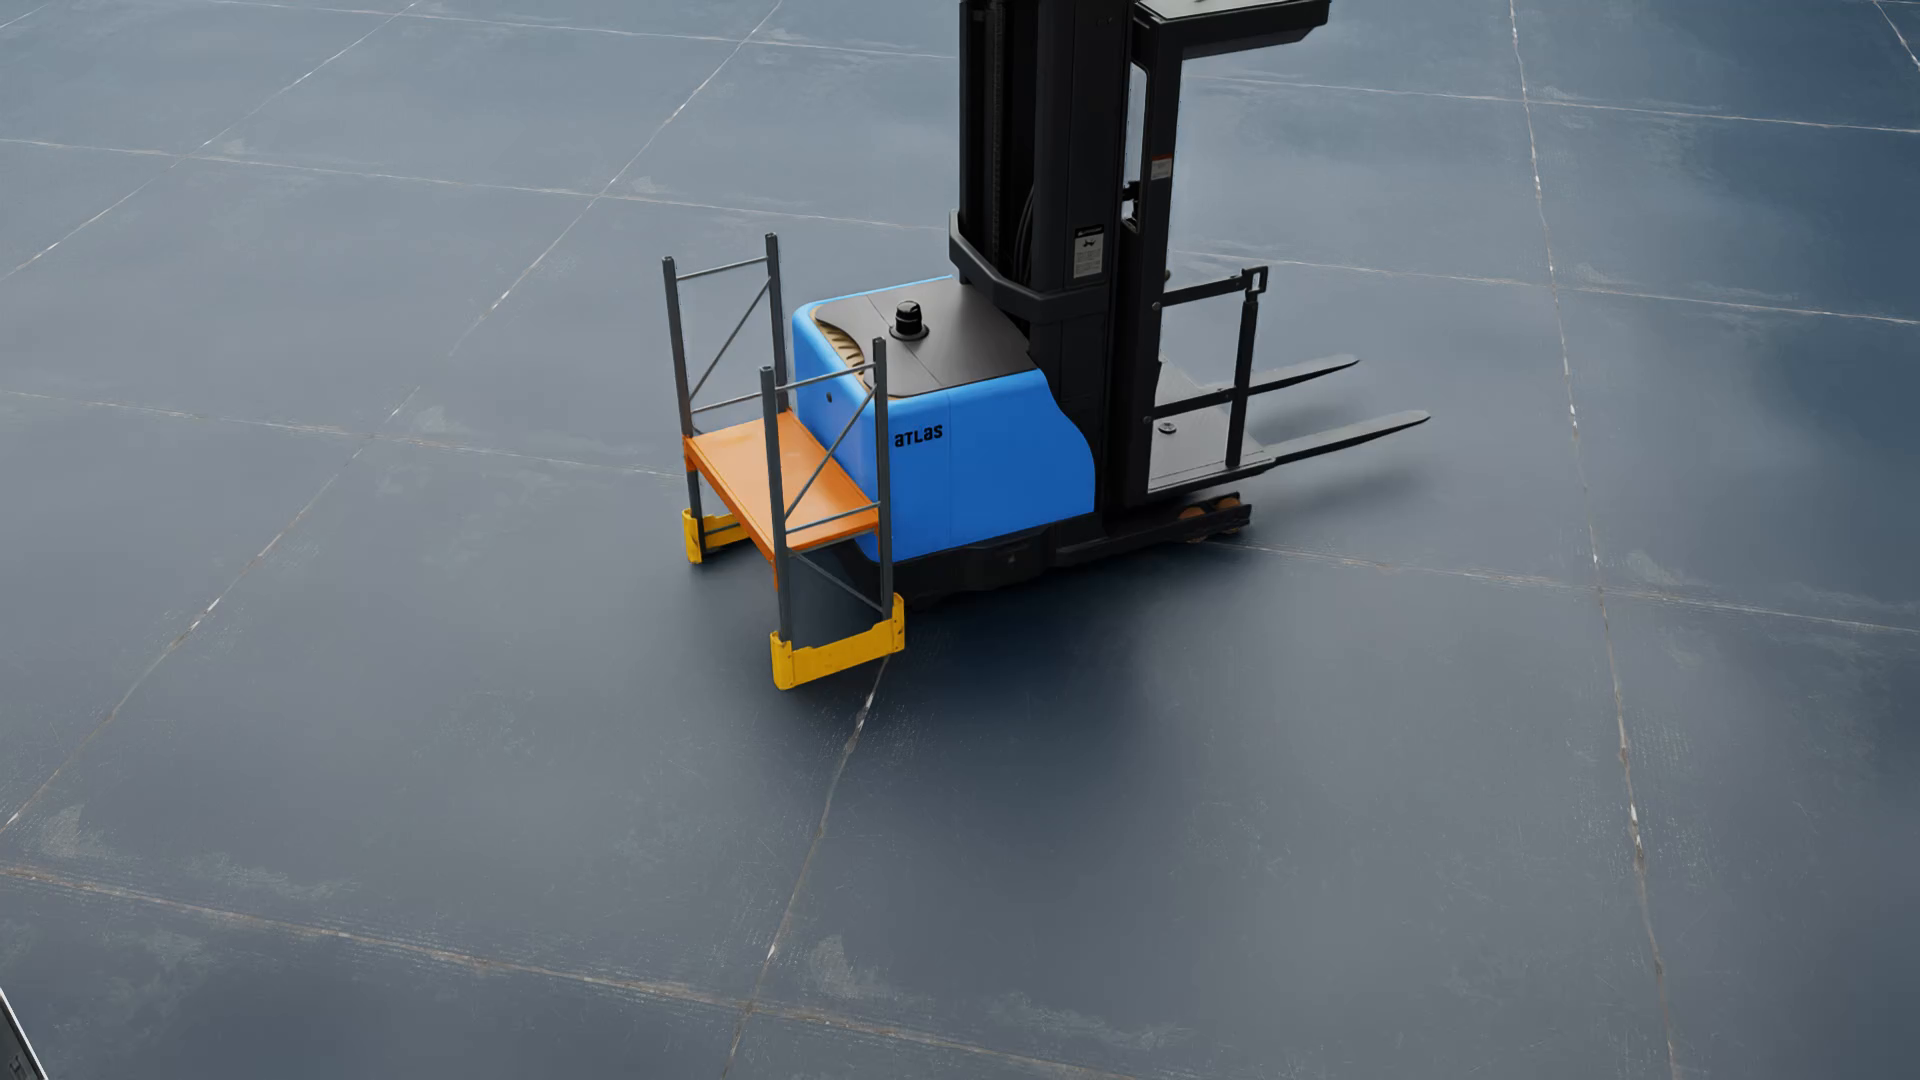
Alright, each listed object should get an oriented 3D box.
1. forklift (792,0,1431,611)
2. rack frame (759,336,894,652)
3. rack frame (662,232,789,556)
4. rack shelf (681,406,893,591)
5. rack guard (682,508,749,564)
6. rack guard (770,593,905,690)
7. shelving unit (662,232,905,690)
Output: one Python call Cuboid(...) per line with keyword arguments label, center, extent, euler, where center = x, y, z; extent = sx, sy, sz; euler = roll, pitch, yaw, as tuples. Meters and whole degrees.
Cuboid(label="forklift", center=(0.807, -1.442, 7.241), extent=(3.031, 2.935, 1.130), euler=(-14, 38, -19))
Cuboid(label="rack frame", center=(-0.505, -0.083, 6.586), extent=(0.500, 1.500, 0.032), euler=(-18, 40, -23))
Cuboid(label="rack frame", center=(-0.991, -0.607, 7.309), extent=(0.500, 1.500, 0.032), euler=(-18, 40, -23))
Cuboid(label="rack shelf", center=(-0.748, -0.199, 7.053), extent=(0.538, 0.185, 1.000), euler=(-18, 40, -23))
Cuboid(label="rack guard", center=(-0.982, -0.091, 7.662), extent=(0.587, 0.250, 0.087), euler=(-18, 40, -23))
Cuboid(label="rack guard", center=(-0.505, 0.423, 6.954), extent=(0.587, 0.250, 0.087), euler=(-18, 40, -23))
Cuboid(label="shelving unit", center=(-0.744, -0.340, 6.941), extent=(0.587, 1.500, 1.083), euler=(-18, 40, -23))
